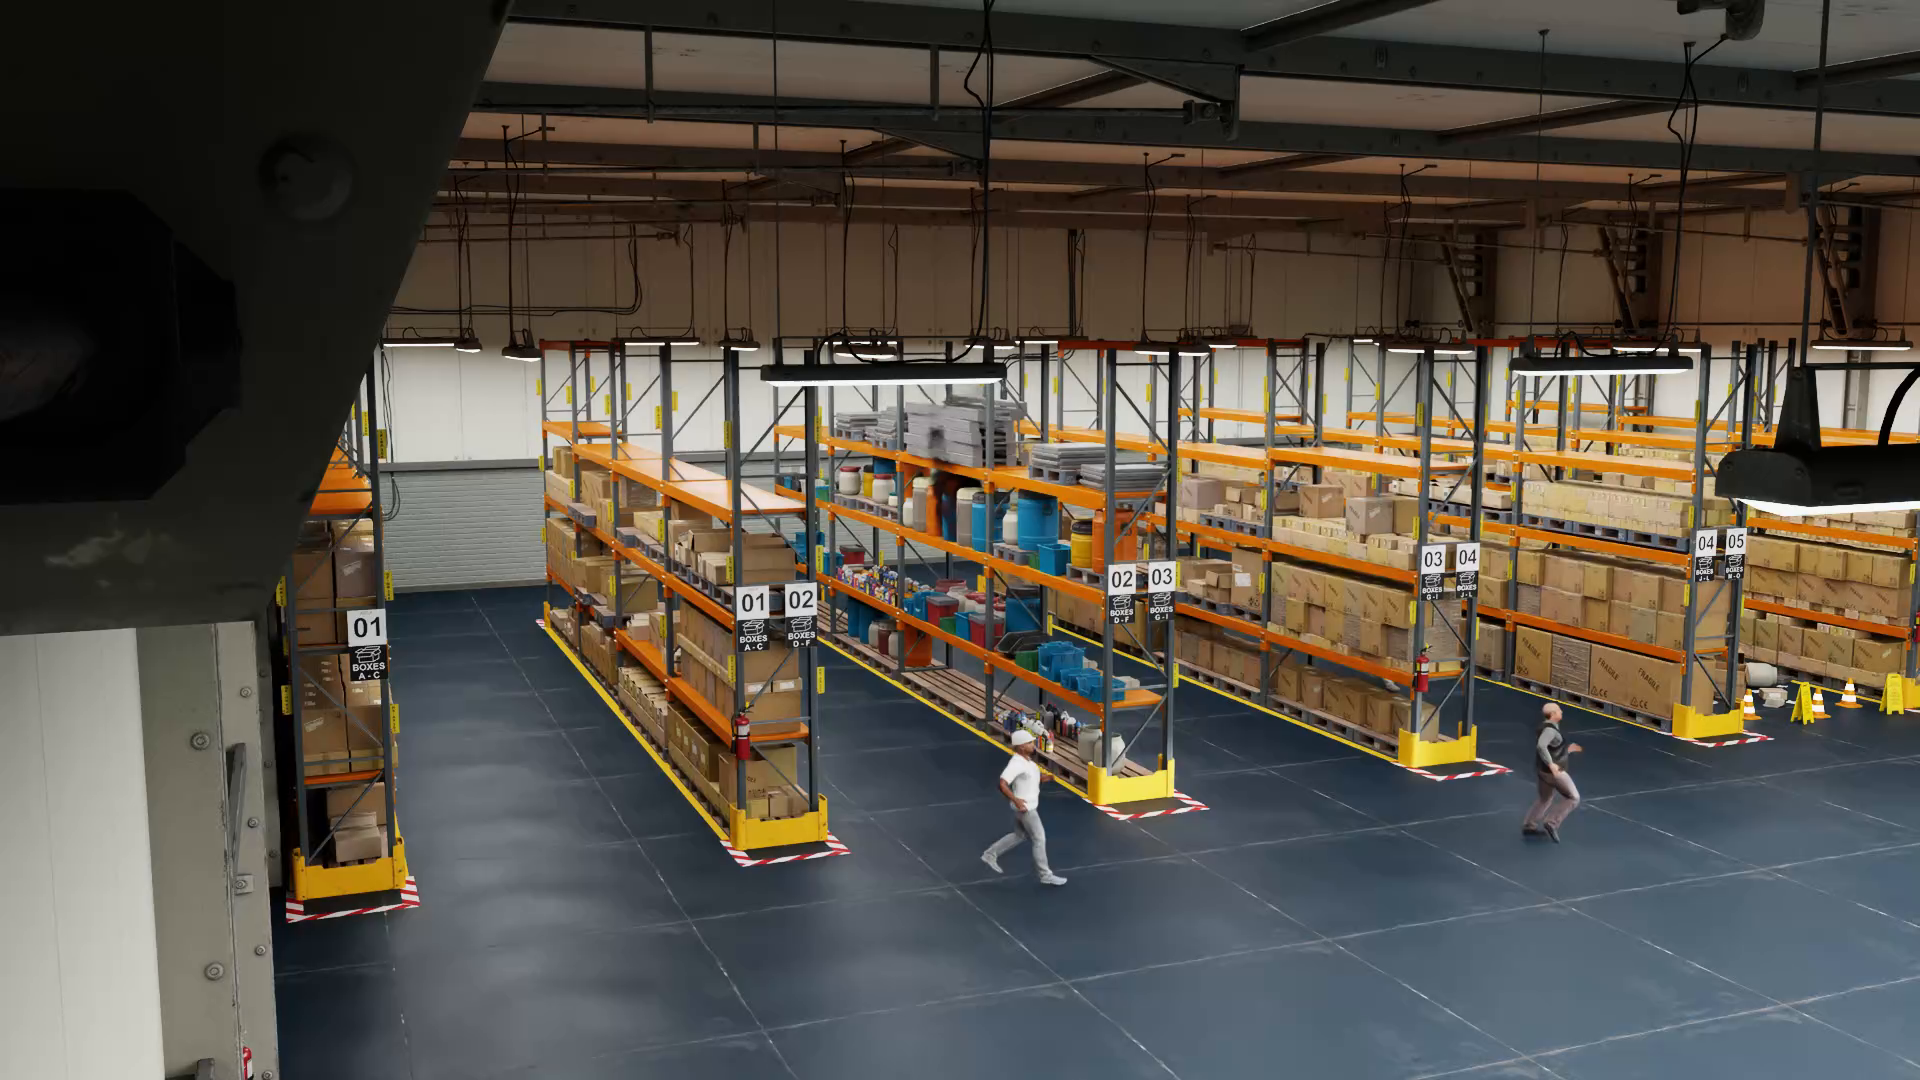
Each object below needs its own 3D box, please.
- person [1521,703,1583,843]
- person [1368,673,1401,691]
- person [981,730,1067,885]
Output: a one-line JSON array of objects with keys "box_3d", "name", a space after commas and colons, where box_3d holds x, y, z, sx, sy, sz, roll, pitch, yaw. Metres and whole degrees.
[{"box_3d": [7.270, 2.844, 20.358, 0.695, 1.722, 0.634, 0, 7, 2], "name": "person"}, {"box_3d": [7.363, 1.675, 28.946, 0.705, 1.770, 0.972, -4, 8, -28], "name": "person"}, {"box_3d": [0.722, 3.003, 18.769, 0.990, 1.744, 0.705, 1, 7, 5], "name": "person"}]
